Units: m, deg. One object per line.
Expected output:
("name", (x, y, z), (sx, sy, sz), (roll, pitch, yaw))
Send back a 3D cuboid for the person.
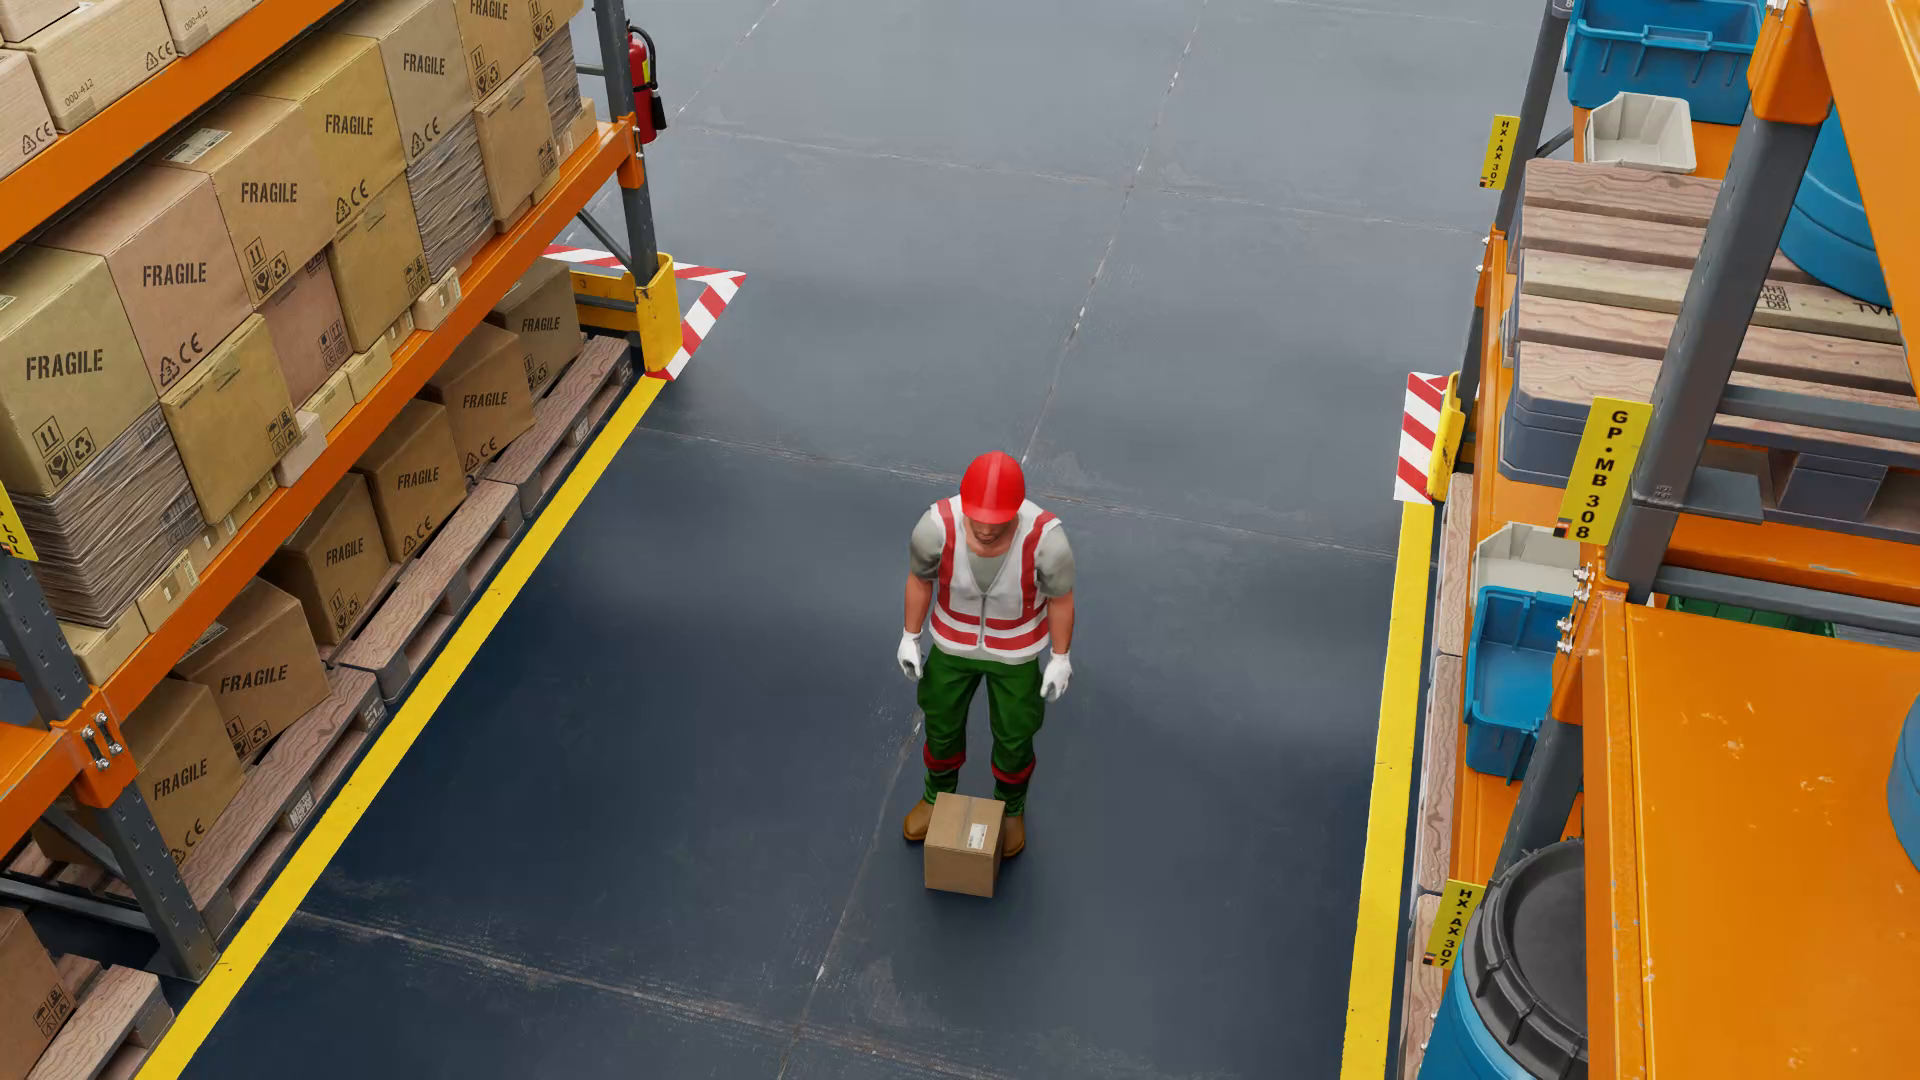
("person", (0.086, 0.386, 5.697), (0.612, 1.778, 0.451), (8, 41, 9))
